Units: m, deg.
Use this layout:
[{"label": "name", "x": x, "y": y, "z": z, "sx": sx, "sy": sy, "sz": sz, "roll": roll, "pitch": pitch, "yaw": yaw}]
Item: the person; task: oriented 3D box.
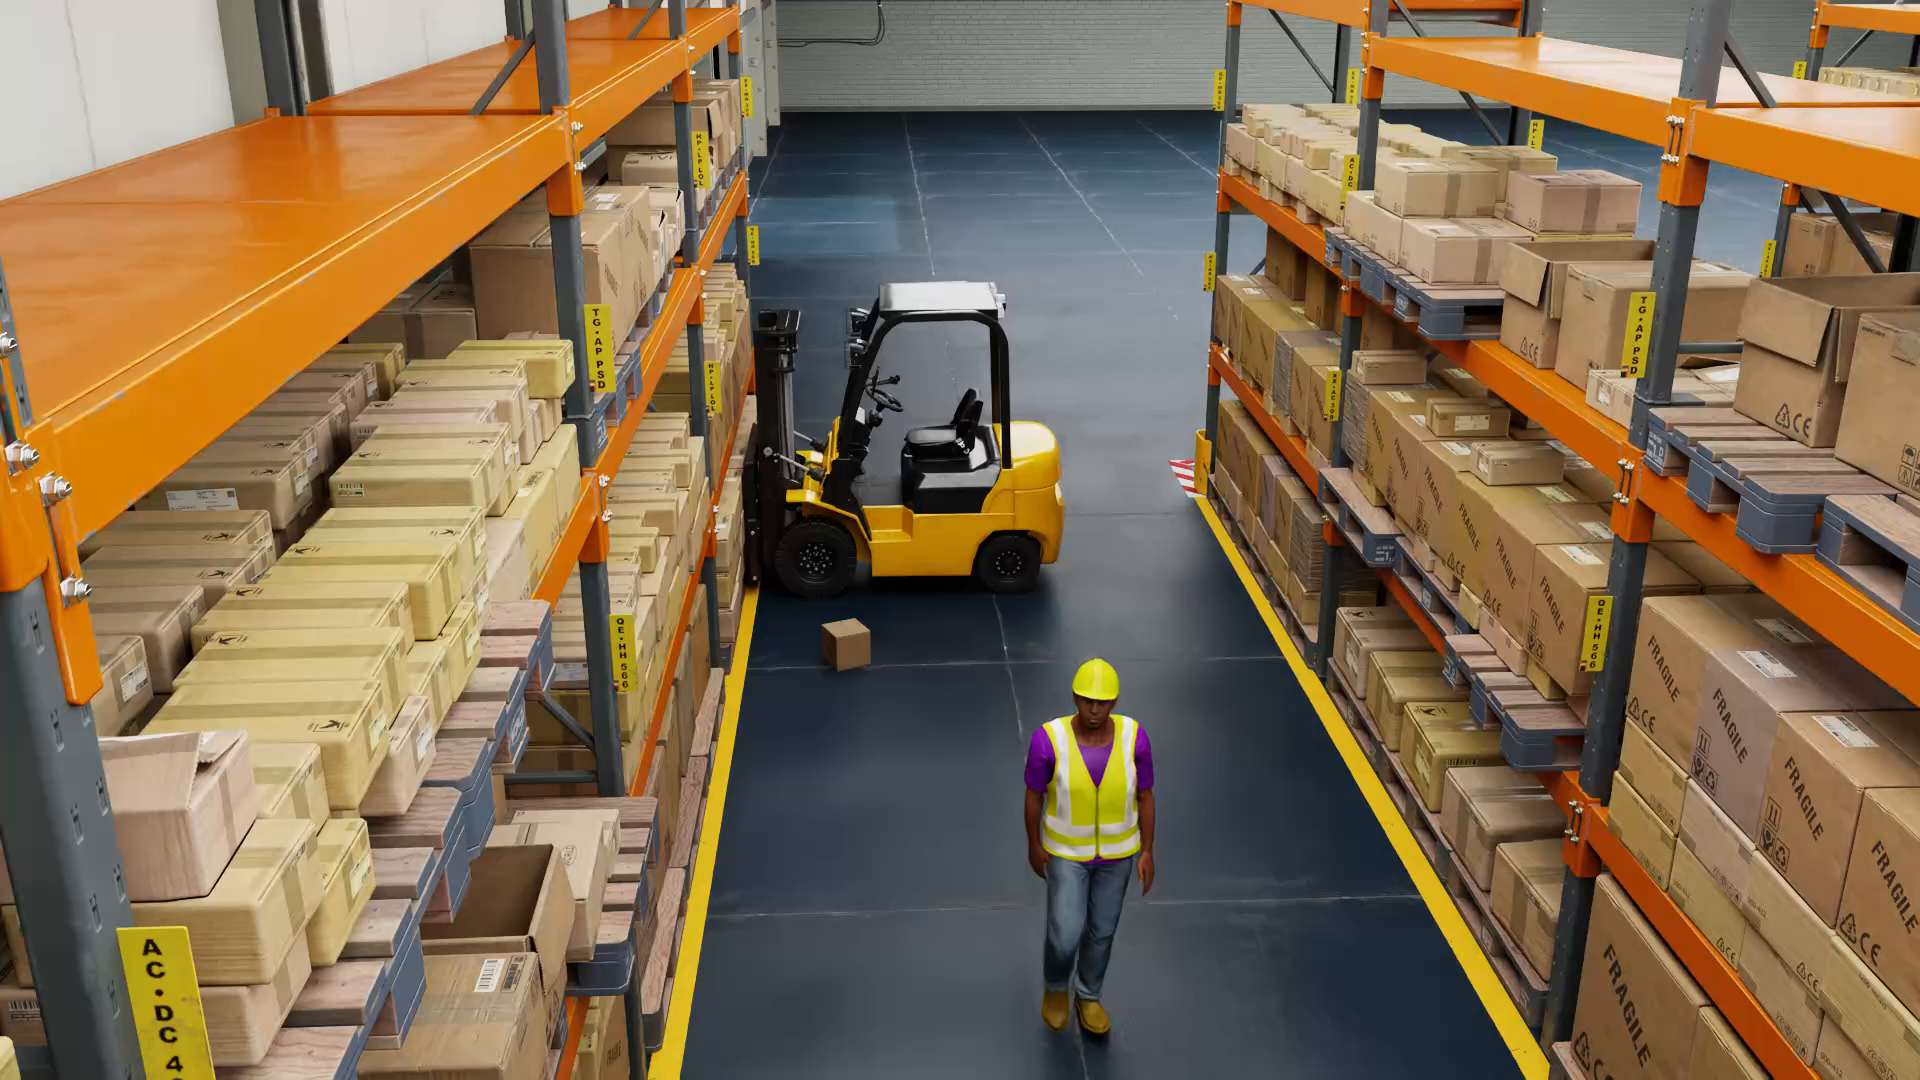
[{"label": "person", "x": 0.579, "y": 1.382, "z": 7.260, "sx": 0.565, "sy": 1.784, "sz": 0.456, "roll": -2, "pitch": 20, "yaw": -7}]
